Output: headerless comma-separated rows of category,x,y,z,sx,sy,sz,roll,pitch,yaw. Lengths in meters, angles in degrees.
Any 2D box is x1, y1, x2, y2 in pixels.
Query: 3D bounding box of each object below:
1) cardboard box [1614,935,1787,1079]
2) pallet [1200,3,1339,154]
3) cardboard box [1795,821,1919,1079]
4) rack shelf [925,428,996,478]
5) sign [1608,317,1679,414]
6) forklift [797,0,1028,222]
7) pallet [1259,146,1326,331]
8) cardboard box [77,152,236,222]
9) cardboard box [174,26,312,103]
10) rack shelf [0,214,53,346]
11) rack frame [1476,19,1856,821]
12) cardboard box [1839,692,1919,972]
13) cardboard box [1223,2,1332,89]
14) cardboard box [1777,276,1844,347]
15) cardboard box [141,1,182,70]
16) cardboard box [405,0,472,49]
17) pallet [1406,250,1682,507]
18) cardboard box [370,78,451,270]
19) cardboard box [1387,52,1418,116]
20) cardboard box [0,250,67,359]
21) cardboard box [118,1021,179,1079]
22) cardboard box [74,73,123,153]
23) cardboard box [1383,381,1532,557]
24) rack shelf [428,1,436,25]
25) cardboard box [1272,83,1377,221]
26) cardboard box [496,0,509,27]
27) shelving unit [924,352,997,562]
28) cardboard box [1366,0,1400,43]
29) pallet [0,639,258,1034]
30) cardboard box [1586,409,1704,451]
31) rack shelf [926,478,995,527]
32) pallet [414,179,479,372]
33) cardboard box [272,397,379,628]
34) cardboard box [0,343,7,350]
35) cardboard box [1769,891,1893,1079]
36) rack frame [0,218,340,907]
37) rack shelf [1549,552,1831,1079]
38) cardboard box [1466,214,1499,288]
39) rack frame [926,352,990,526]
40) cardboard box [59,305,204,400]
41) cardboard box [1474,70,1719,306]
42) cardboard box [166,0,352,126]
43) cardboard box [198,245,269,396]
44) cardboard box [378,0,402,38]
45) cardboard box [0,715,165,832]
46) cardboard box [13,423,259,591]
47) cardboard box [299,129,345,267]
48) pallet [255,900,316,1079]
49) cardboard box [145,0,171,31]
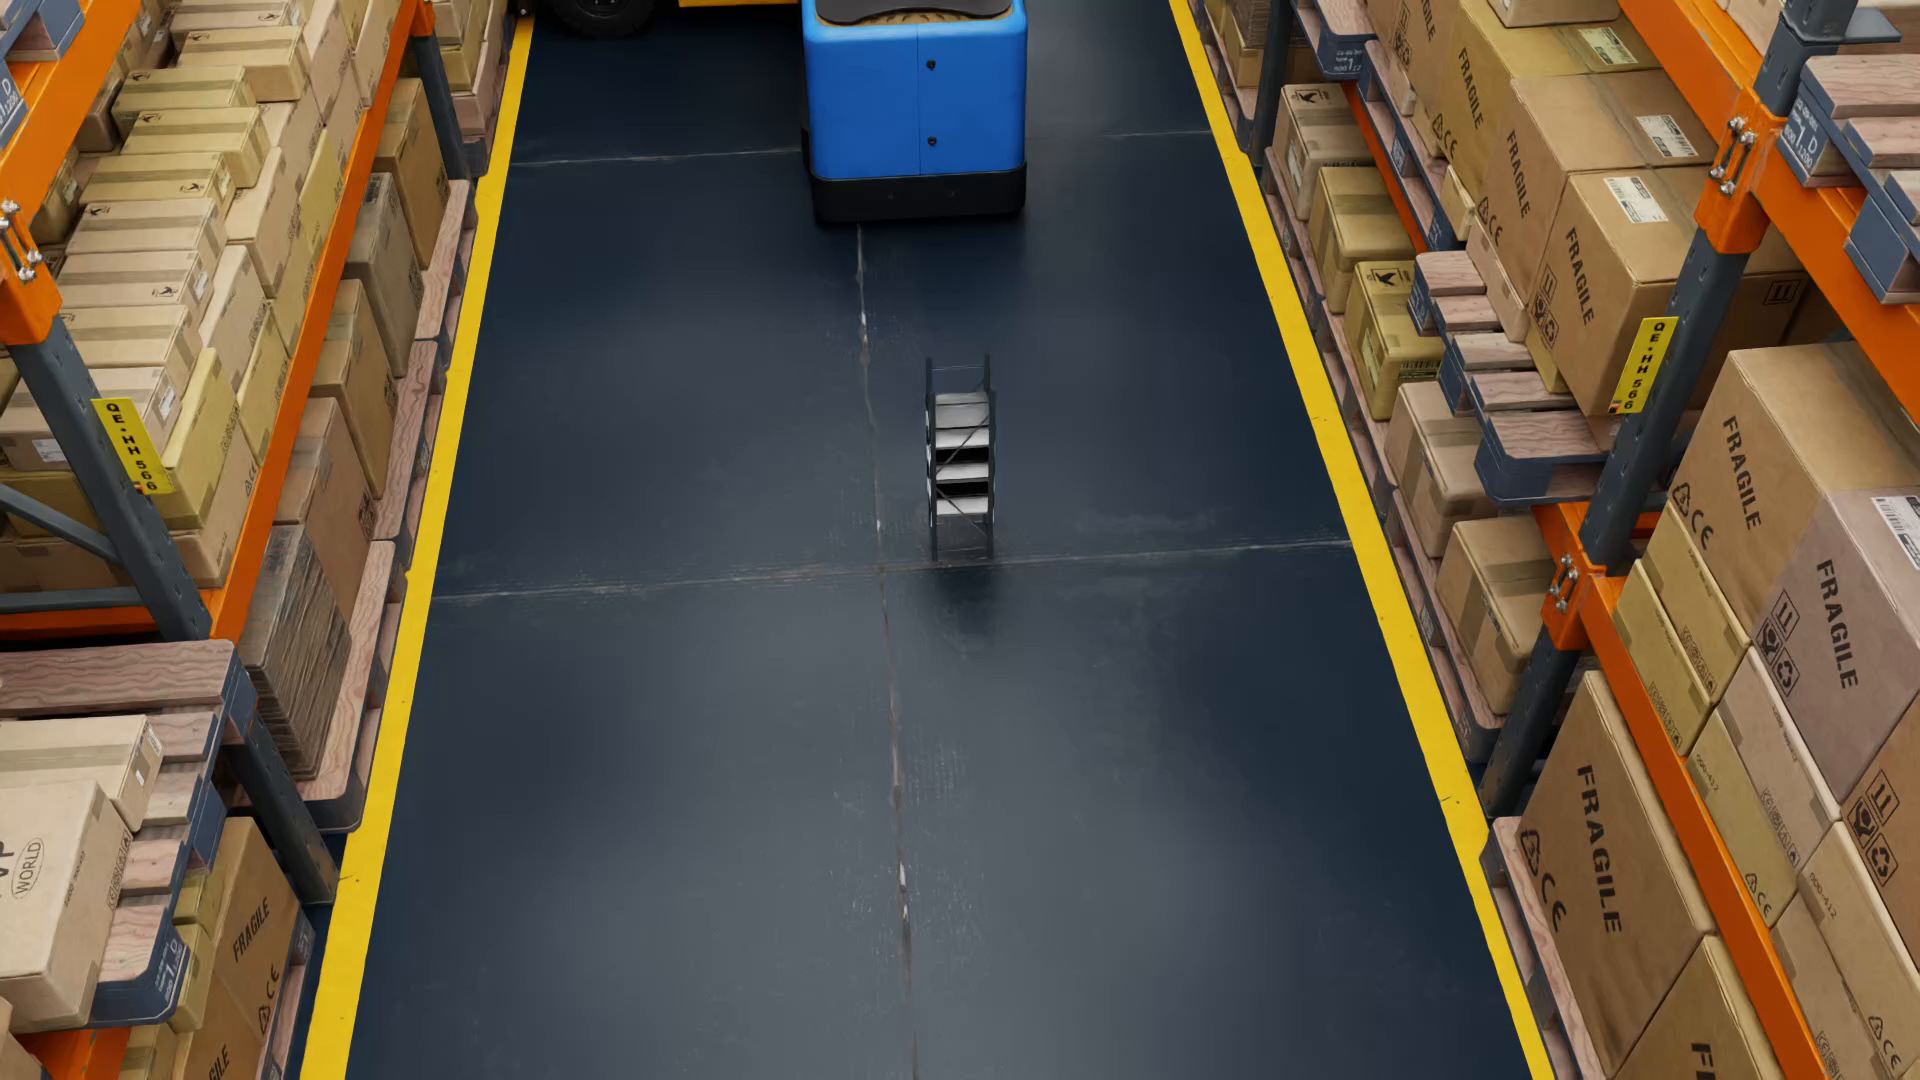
cardboard box,2.383,1.611,4.332,0.875,0.875,0.875,-3,47,-3
pallet,1.911,-2.544,9.014,1.003,0.211,1.213,-3,47,-3
cardboard box,2.205,0.872,3.618,0.500,0.250,0.500,-4,47,-3
rack shelf,0.001,-0.343,6.377,0.258,0.077,0.200,-3,47,-3
sign,1.798,-0.456,4.373,0.100,0.325,0.005,-3,47,-3
forklift,-0.325,-3.633,8.172,1.130,2.935,3.031,-4,47,-4
pallet,2.069,-1.497,8.022,1.003,0.211,1.213,-3,47,-3
cardboard box,-2.498,-1.072,5.184,0.380,0.149,0.250,-3,47,-3
cardboard box,-2.458,-1.629,5.711,0.380,0.149,0.250,-5,47,-4
rack shelf,-2.441,0.842,2.316,1.077,0.370,4.000,-3,47,-3
rack frame,2.338,-0.125,4.803,1.000,3.000,0.127,-3,47,-3
cardboard box,2.214,0.602,3.356,0.500,0.500,0.500,-2,47,-2
cardboard box,1.685,-2.629,8.779,0.500,0.250,0.500,-2,47,-1
cardboard box,2.530,-0.746,4.827,0.500,0.500,0.500,-5,47,-4
cardboard box,-3.093,-1.716,6.068,0.500,0.250,0.500,-5,47,-4
cardboard box,-2.671,-2.627,8.087,0.500,0.250,0.500,-4,47,-4
pallet,2.172,-0.568,5.354,1.213,0.211,1.003,-3,47,-3
cardboard box,-2.888,-1.666,7.608,0.875,0.625,0.625,-2,47,-2
cardboard box,1.815,-1.713,6.191,0.380,0.149,0.250,-2,47,-2
cardboard box,-2.967,-0.619,5.029,0.500,0.250,0.500,-3,47,-3
cardboard box,-2.283,1.402,4.342,0.380,0.149,0.250,-5,47,-5
cardboard box,-2.985,-1.411,5.505,0.380,0.149,0.250,-2,47,-2
cardboard box,2.230,-0.309,6.497,0.950,0.372,0.625,-4,47,-4
rack shelf,-3.111,-3.914,8.887,1.077,0.370,4.000,-3,47,-3
cardboard box,2.049,-1.881,7.986,0.950,0.372,0.625,-3,47,-3
cardboard box,-2.770,-3.021,9.150,0.500,0.250,0.500,-3,47,-3
shelving unit,0.001,-0.304,6.418,0.258,0.900,0.210,-3,47,-3
cardboard box,1.826,-2.223,6.226,0.500,0.500,0.500,-4,47,-4
pallet,-2.482,0.731,4.124,1.213,0.211,1.003,-3,47,-3
cardboard box,2.076,-0.406,4.952,0.380,0.149,0.250,-2,47,-2
rack shelf,0.001,-0.157,6.573,0.258,0.077,0.200,-3,47,-3
pallet,-2.843,-1.225,7.765,1.003,0.211,1.213,-3,47,-3
cardboard box,-2.710,-0.073,6.099,0.875,0.625,0.625,-2,47,-2
cardboard box,-2.931,-0.675,4.808,0.380,0.149,0.250,-4,47,-3
cardboard box,2.226,1.046,3.797,0.500,0.250,0.500,-2,47,-2
rack frame,-2.608,0.179,4.514,1.000,3.000,0.127,-3,47,-3
rack shelf,2.505,1.569,3.693,1.077,0.370,4.000,-3,47,-3
cardboard box,1.902,-0.958,5.475,0.380,0.149,0.250,-5,47,-5
rack frame,-0.008,-0.377,6.487,0.240,0.900,0.006,-3,47,-3
cardboard box,-2.365,-0.520,4.661,0.380,0.149,0.250,-3,47,-2
cardboard box,1.968,-1.092,5.155,0.500,0.500,0.500,-4,47,-4
cardboard box,-2.560,-1.753,6.104,0.500,0.250,0.500,-3,47,-3
cardboard box,-2.443,-0.639,5.048,0.500,0.250,0.500,-2,47,-2
cardboard box,-2.640,-2.314,6.979,0.500,0.250,0.500,-3,47,-2
cardboard box,-2.171,0.573,4.025,0.380,0.149,0.250,-3,47,-3
cardboard box,-2.402,-0.105,4.887,0.500,0.250,0.500,-3,47,-3
cardboard box,-2.531,-1.217,5.940,0.500,0.250,0.500,-2,47,-2
pallet,-2.584,1.681,5.013,1.003,0.211,1.213,-3,47,-3
cardboard box,-3.100,-1.962,6.026,0.380,0.149,0.250,-4,47,-3
